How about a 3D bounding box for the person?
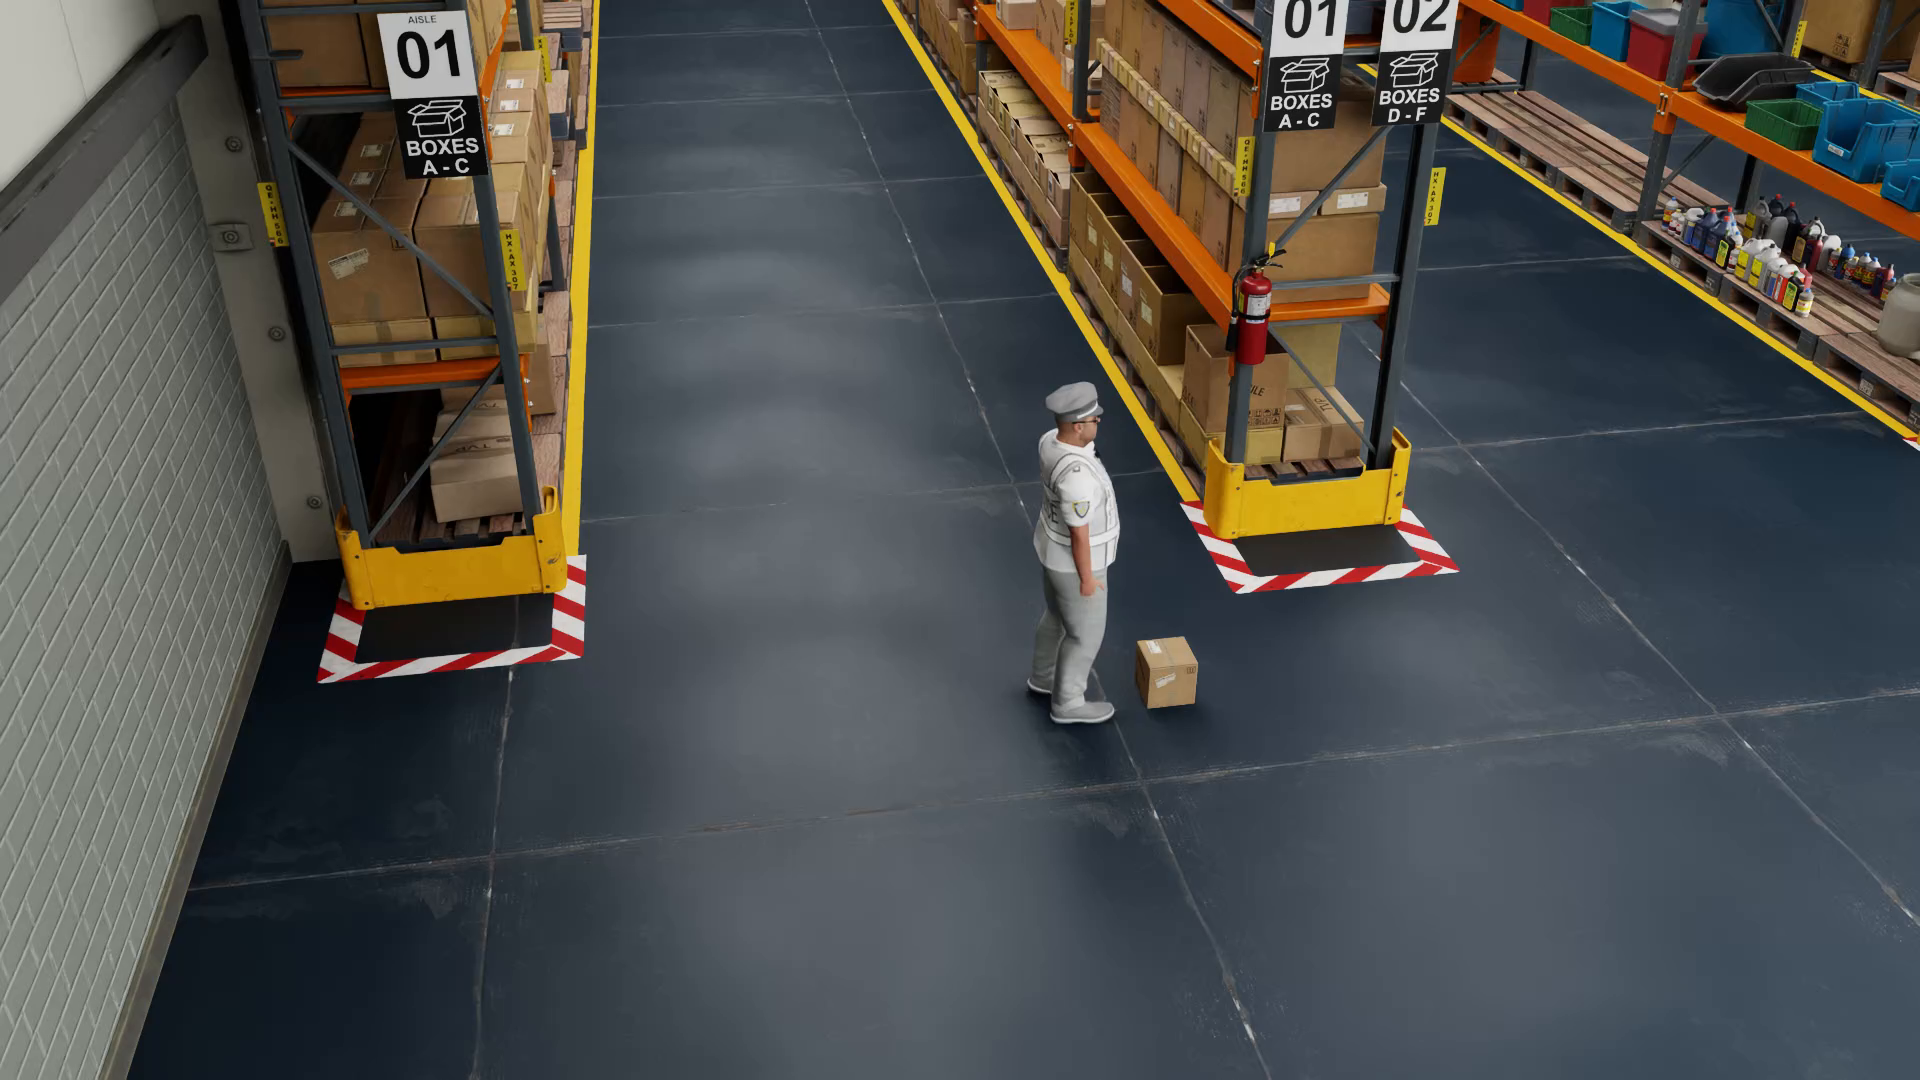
[{"bbox_3d":[0.557,0.084,8.026,0.397,1.810,0.527,-5,31,-8],"label":"person"}]
